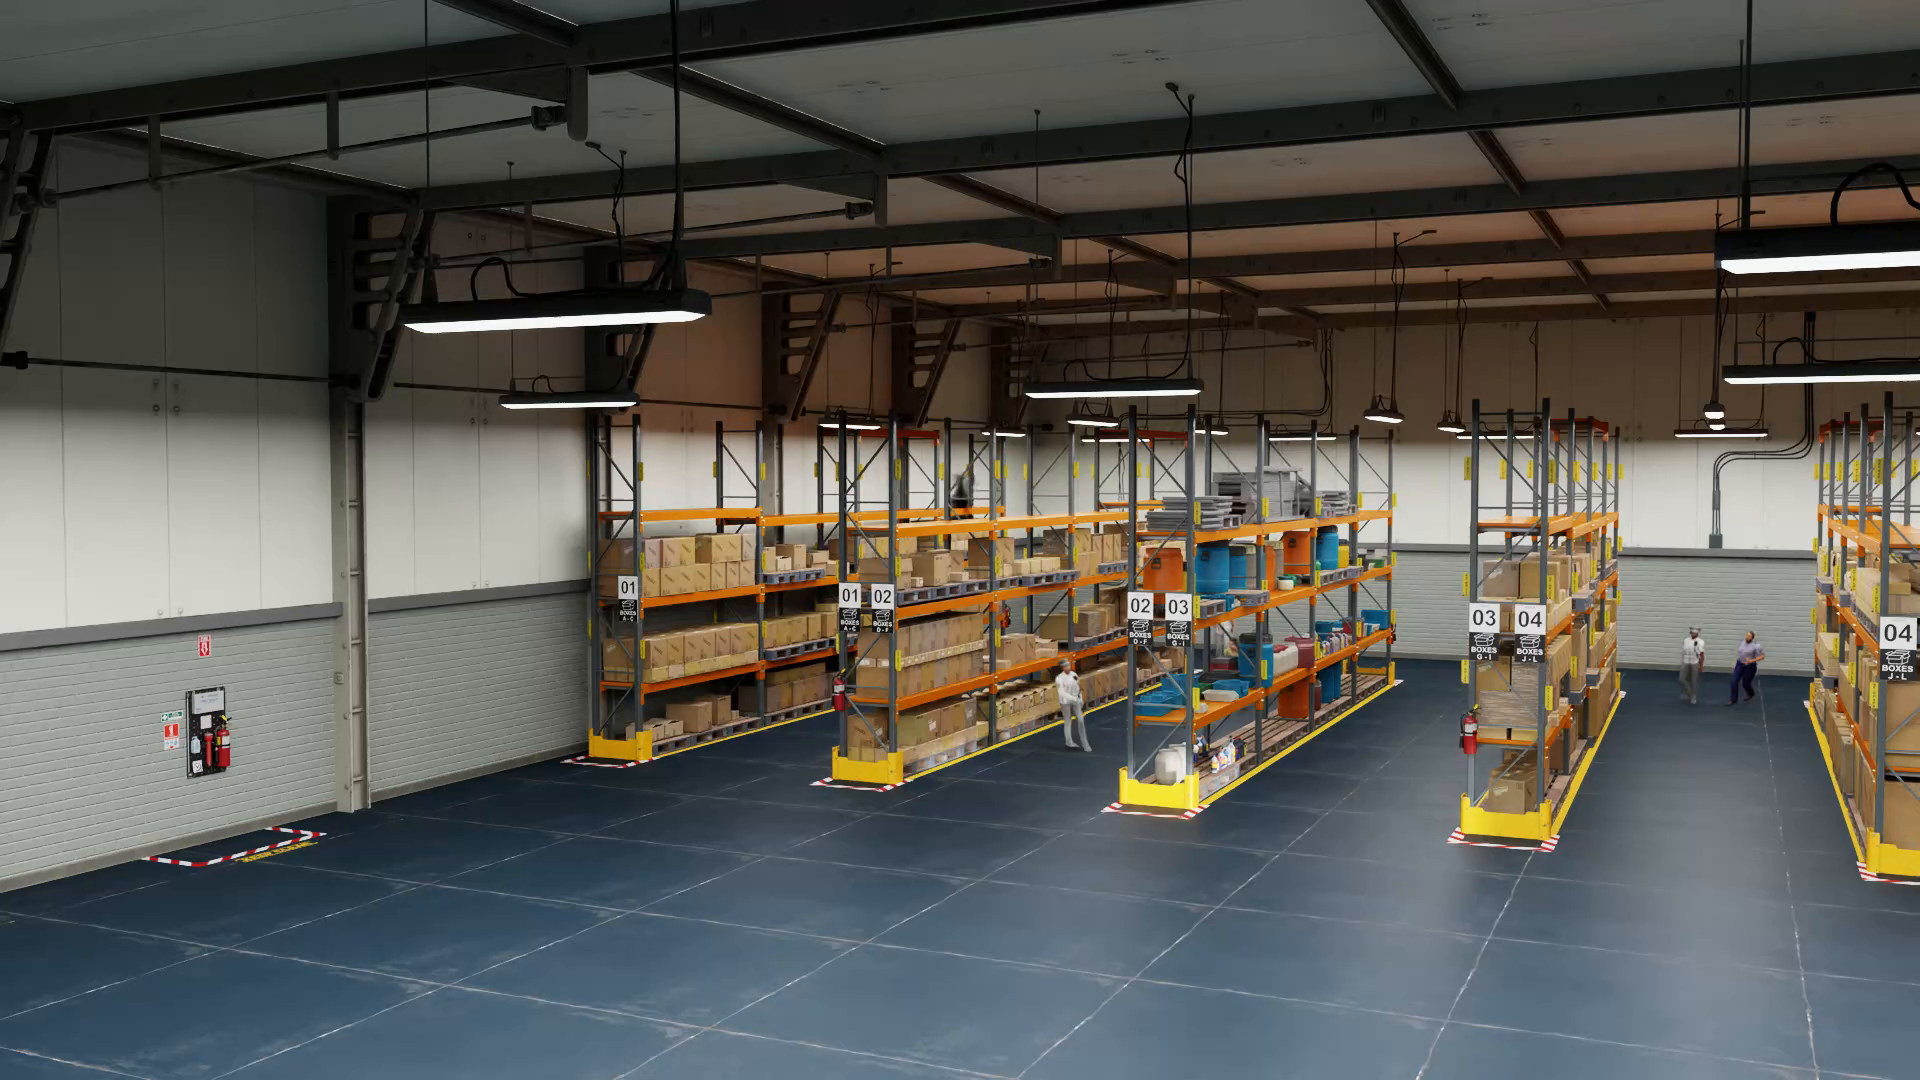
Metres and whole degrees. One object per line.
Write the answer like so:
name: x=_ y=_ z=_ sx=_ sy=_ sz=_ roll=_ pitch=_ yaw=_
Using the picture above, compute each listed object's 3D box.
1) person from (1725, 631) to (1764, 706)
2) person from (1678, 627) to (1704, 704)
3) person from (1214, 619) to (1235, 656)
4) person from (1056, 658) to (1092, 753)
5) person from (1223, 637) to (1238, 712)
person: x=16.856 y=2.748 z=35.537 sx=0.824 sy=1.612 sz=0.644 roll=-2 pitch=3 yaw=-37
person: x=15.776 y=2.694 z=35.891 sx=0.407 sy=1.673 sz=0.561 roll=-2 pitch=3 yaw=-44
person: x=6.682 y=2.388 z=42.228 sx=0.650 sy=1.845 sz=0.871 roll=0 pitch=2 yaw=2
person: x=1.987 y=2.937 z=29.746 sx=0.593 sy=1.684 sz=0.699 roll=-1 pitch=2 yaw=-19
person: x=5.858 y=2.806 z=34.893 sx=0.623 sy=1.607 sz=0.934 roll=1 pitch=3 yaw=30
